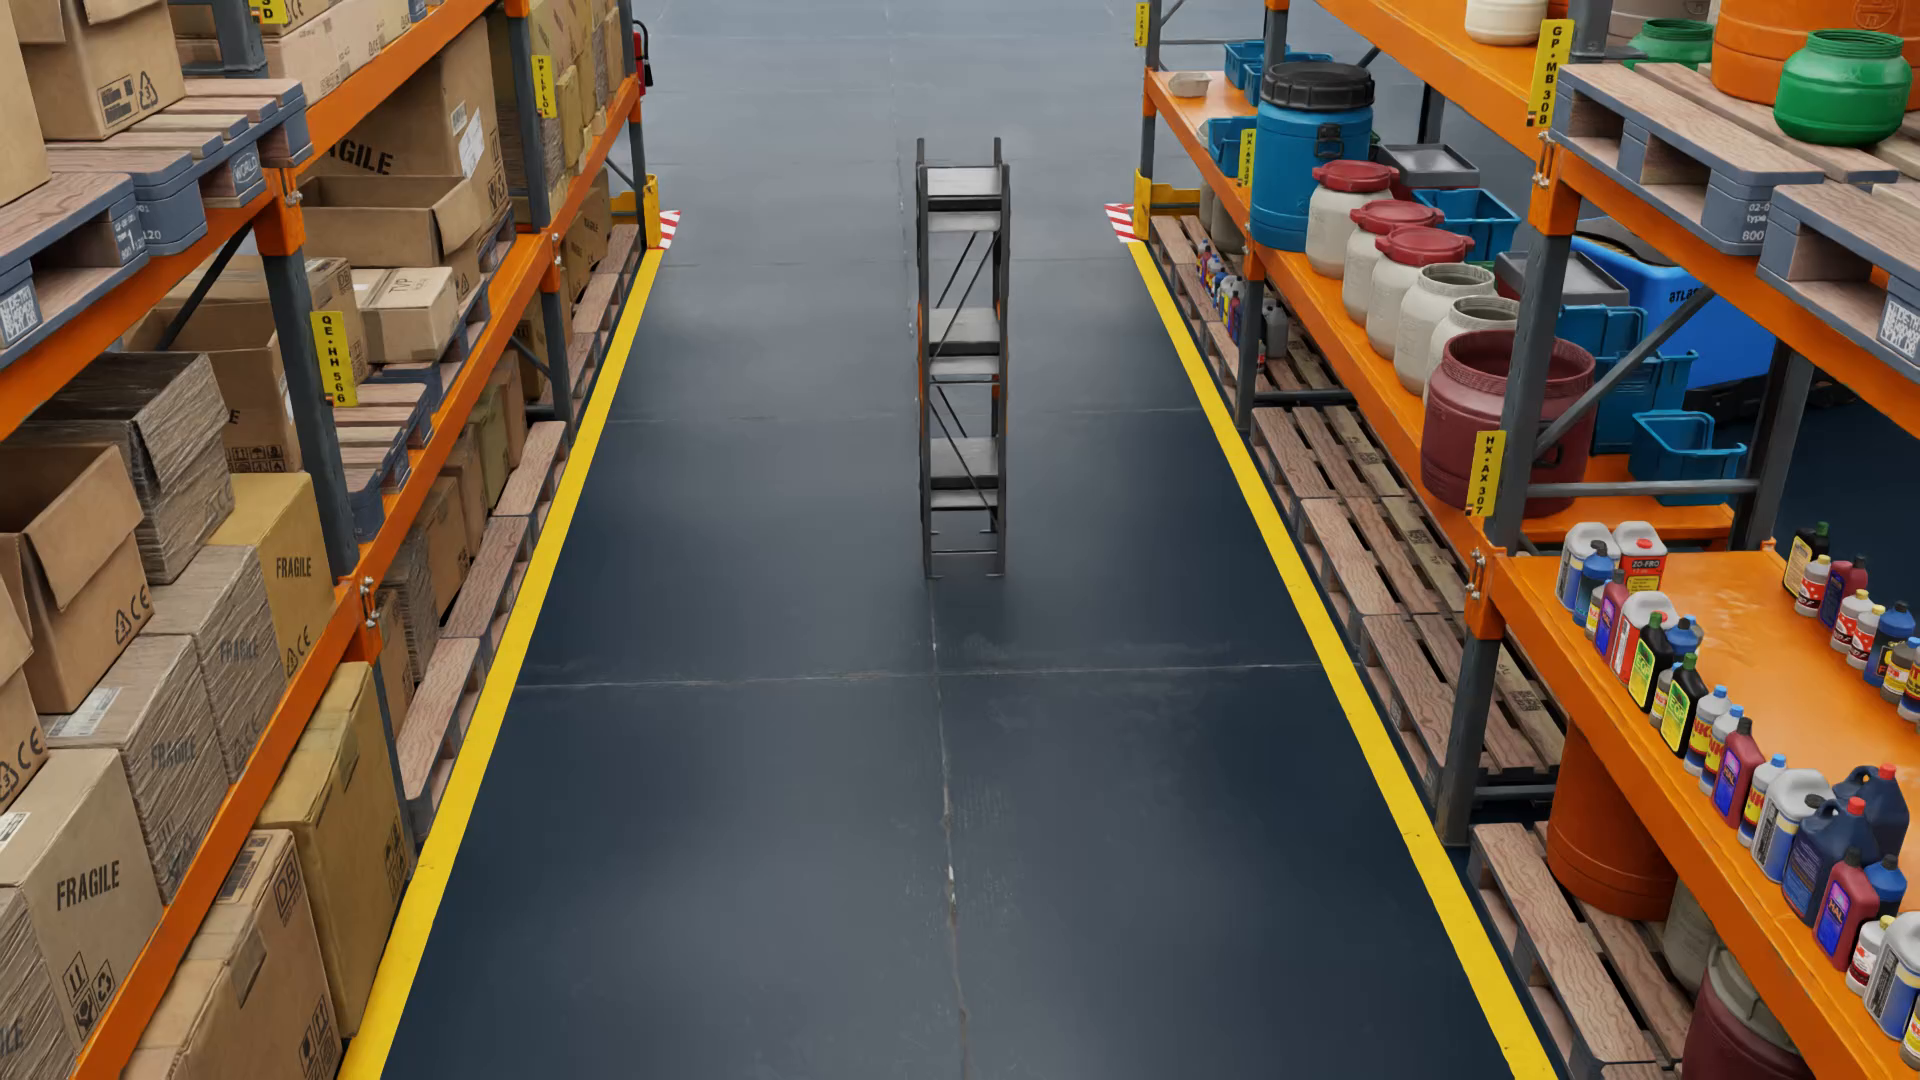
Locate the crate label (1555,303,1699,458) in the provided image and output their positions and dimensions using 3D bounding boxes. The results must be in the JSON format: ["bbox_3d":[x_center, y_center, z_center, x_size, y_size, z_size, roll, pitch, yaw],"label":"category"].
[{"bbox_3d":[2.590,-0.655,6.723,0.502,0.435,0.616,-1,28,-3],"label":"crate label"}]

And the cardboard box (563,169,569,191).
[{"bbox_3d":[-2.535,-2.127,9.856,0.380,0.149,0.250,-1,28,-3],"label":"cardboard box"}]

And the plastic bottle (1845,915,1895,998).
[{"bbox_3d":[2.139,0.964,3.874,0.097,0.201,0.097,0,28,0],"label":"plastic bottle"}]

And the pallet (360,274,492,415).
[{"bbox_3d":[-2.719,-0.882,7.405,1.003,0.211,1.213,-1,28,-3],"label":"pallet"}]

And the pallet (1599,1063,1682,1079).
[{"bbox_3d":[2.515,1.988,4.710,1.003,0.211,1.213,-1,28,-3],"label":"pallet"}]

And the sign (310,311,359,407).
[{"bbox_3d":[-2.020,-0.582,5.371,0.100,0.325,0.005,-1,28,-3],"label":"sign"}]

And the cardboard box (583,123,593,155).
[{"bbox_3d":[-2.586,-2.589,10.742,0.380,0.149,0.250,-1,28,-3],"label":"cardboard box"}]

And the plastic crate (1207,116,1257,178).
[{"bbox_3d":[1.834,-2.460,10.383,0.499,0.251,0.616,-1,28,-3],"label":"plastic crate"}]

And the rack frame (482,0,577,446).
[{"bbox_3d":[-2.783,-1.901,9.152,1.000,3.000,0.127,-1,28,-3],"label":"rack frame"}]

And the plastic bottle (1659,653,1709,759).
[{"bbox_3d":[2.069,0.469,4.734,0.061,0.283,0.133,-1,28,-3],"label":"plastic bottle"}]

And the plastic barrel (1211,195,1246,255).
[{"bbox_3d":[2.091,-2.418,12.378,0.421,0.512,0.421,0,28,0],"label":"plastic barrel"}]

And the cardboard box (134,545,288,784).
[{"bbox_3d":[-2.281,0.354,4.720,0.500,0.500,0.500,-2,28,-3],"label":"cardboard box"}]

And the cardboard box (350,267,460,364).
[{"bbox_3d":[-2.432,-0.953,7.042,0.500,0.250,0.500,-2,28,-4],"label":"cardboard box"}]

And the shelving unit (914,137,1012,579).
[{"bbox_3d":[0.009,-0.855,8.118,0.431,2.100,0.503,-1,28,-3],"label":"shelving unit"}]

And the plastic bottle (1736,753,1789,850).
[{"bbox_3d":[2.110,0.679,4.344,0.097,0.271,0.097,0,28,0],"label":"plastic bottle"}]

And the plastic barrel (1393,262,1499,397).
[{"bbox_3d":[2.083,-0.888,7.087,0.421,0.512,0.421,0,28,0],"label":"plastic barrel"}]

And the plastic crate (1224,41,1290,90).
[{"bbox_3d":[2.279,-3.578,12.528,0.499,0.251,0.616,-1,28,-3],"label":"plastic crate"}]

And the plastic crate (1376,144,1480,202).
[{"bbox_3d":[2.494,-1.833,8.952,0.402,0.464,0.583,-1,28,-3],"label":"plastic crate"}]

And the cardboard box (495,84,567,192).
[{"bbox_3d":[-2.745,-2.287,9.461,0.875,0.500,0.500,-1,28,-3],"label":"cardboard box"}]

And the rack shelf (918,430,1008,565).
[{"bbox_3d":[0.009,-0.222,8.448,0.431,0.518,0.480,-1,28,-3],"label":"rack shelf"}]

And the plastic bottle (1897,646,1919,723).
[{"bbox_3d":[2.839,0.400,4.879,0.097,0.271,0.097,0,28,0],"label":"plastic bottle"}]

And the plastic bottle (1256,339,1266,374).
[{"bbox_3d":[1.833,-1.135,10.233,0.097,0.201,0.097,0,28,0],"label":"plastic bottle"}]

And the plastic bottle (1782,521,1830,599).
[{"bbox_3d":[2.819,0.055,5.528,0.061,0.283,0.133,-1,28,-3],"label":"plastic bottle"}]

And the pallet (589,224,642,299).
[{"bbox_3d":[-2.981,-2.101,12.550,1.003,0.211,1.213,-1,28,-3],"label":"pallet"}]

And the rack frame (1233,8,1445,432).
[{"bbox_3d":[2.163,-2.021,9.381,1.000,3.000,0.127,-1,28,-3],"label":"rack frame"}]

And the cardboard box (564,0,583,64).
[{"bbox_3d":[-2.606,-3.197,10.124,0.500,0.500,0.500,-1,28,-3],"label":"cardboard box"}]

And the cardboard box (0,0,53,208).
[{"bbox_3d":[-2.338,-0.938,3.499,0.500,0.500,0.500,0,28,0],"label":"cardboard box"}]

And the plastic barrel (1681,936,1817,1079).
[{"bbox_3d":[2.473,1.456,4.868,0.600,0.588,0.708,-1,28,-3],"label":"plastic barrel"}]

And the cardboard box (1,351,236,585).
[{"bbox_3d":[-2.553,-0.205,4.707,0.797,0.503,0.637,0,28,-1],"label":"cardboard box"}]

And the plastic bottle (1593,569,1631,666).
[{"bbox_3d":[2.043,0.239,5.175,0.061,0.283,0.133,-1,28,-3],"label":"plastic bottle"}]

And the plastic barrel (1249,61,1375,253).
[{"bbox_3d":[1.880,-2.057,8.909,0.600,0.901,0.708,-1,28,-3],"label":"plastic barrel"}]

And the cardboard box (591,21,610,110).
[{"bbox_3d":[-2.862,-3.210,11.232,0.875,0.500,0.500,-1,28,-3],"label":"cardboard box"}]

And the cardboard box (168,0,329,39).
[{"bbox_3d":[-2.342,-1.873,5.206,0.500,0.500,0.500,-1,28,-2],"label":"cardboard box"}]

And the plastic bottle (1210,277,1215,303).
[{"bbox_3d":[1.766,-1.727,11.369,0.097,0.201,0.097,0,28,0],"label":"plastic bottle"}]

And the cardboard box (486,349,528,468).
[{"bbox_3d":[-2.773,-0.704,9.084,0.700,0.500,0.500,-3,28,-7],"label":"cardboard box"}]

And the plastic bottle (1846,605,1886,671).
[{"bbox_3d":[2.824,0.296,5.153,0.097,0.201,0.097,0,28,0],"label":"plastic bottle"}]

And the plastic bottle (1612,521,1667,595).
[{"bbox_3d":[2.223,0.085,5.477,0.152,0.276,0.135,-1,28,-3],"label":"plastic bottle"}]

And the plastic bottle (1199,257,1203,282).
[{"bbox_3d":[1.743,-1.930,11.757,0.097,0.201,0.097,0,28,0],"label":"plastic bottle"}]

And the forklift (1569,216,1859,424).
[{"bbox_3d":[5.075,-2.327,10.043,3.031,2.935,1.130,-11,30,-21],"label":"forklift"}]

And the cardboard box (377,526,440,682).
[{"bbox_3d":[-2.671,0.294,7.169,0.700,0.500,0.500,-4,28,-7],"label":"cardboard box"}]

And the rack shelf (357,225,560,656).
[{"bbox_3d":[-2.679,-0.659,7.547,1.077,0.370,4.000,-1,28,-3],"label":"rack shelf"}]

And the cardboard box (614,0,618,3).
[{"bbox_3d":[-2.717,-4.120,11.895,0.500,0.500,0.500,-1,28,-3],"label":"cardboard box"}]

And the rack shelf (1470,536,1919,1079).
[{"bbox_3d":[2.476,1.069,4.235,1.077,0.370,4.000,-1,28,-3],"label":"rack shelf"}]

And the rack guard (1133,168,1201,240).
[{"bbox_3d":[2.005,-2.726,13.436,1.175,0.500,0.348,-1,28,-3],"label":"rack guard"}]

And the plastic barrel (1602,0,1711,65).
[{"bbox_3d":[2.545,-2.110,5.767,0.600,0.901,0.600,0,28,0],"label":"plastic barrel"}]

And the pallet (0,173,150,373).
[{"bbox_3d":[-2.427,-0.488,3.402,1.003,0.211,1.213,0,28,0],"label":"pallet"}]

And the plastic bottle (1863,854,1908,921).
[{"bbox_3d":[2.193,0.870,3.978,0.097,0.271,0.097,0,28,0],"label":"plastic bottle"}]

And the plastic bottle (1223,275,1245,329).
[{"bbox_3d":[1.814,-1.570,10.905,0.144,0.351,0.185,-2,28,-3],"label":"plastic bottle"}]

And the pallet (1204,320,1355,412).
[{"bbox_3d":[2.169,-1.096,10.623,1.003,0.211,1.213,-1,28,-3],"label":"pallet"}]

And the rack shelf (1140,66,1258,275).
[{"bbox_3d":[2.058,-2.626,11.318,1.077,0.370,4.000,-1,28,-3],"label":"rack shelf"}]

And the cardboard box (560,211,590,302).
[{"bbox_3d":[-2.897,-1.973,11.538,0.500,0.500,0.500,1,28,2],"label":"cardboard box"}]

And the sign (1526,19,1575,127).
[{"bbox_3d":[1.823,-1.441,5.138,0.100,0.325,0.005,-1,28,-3],"label":"sign"}]
